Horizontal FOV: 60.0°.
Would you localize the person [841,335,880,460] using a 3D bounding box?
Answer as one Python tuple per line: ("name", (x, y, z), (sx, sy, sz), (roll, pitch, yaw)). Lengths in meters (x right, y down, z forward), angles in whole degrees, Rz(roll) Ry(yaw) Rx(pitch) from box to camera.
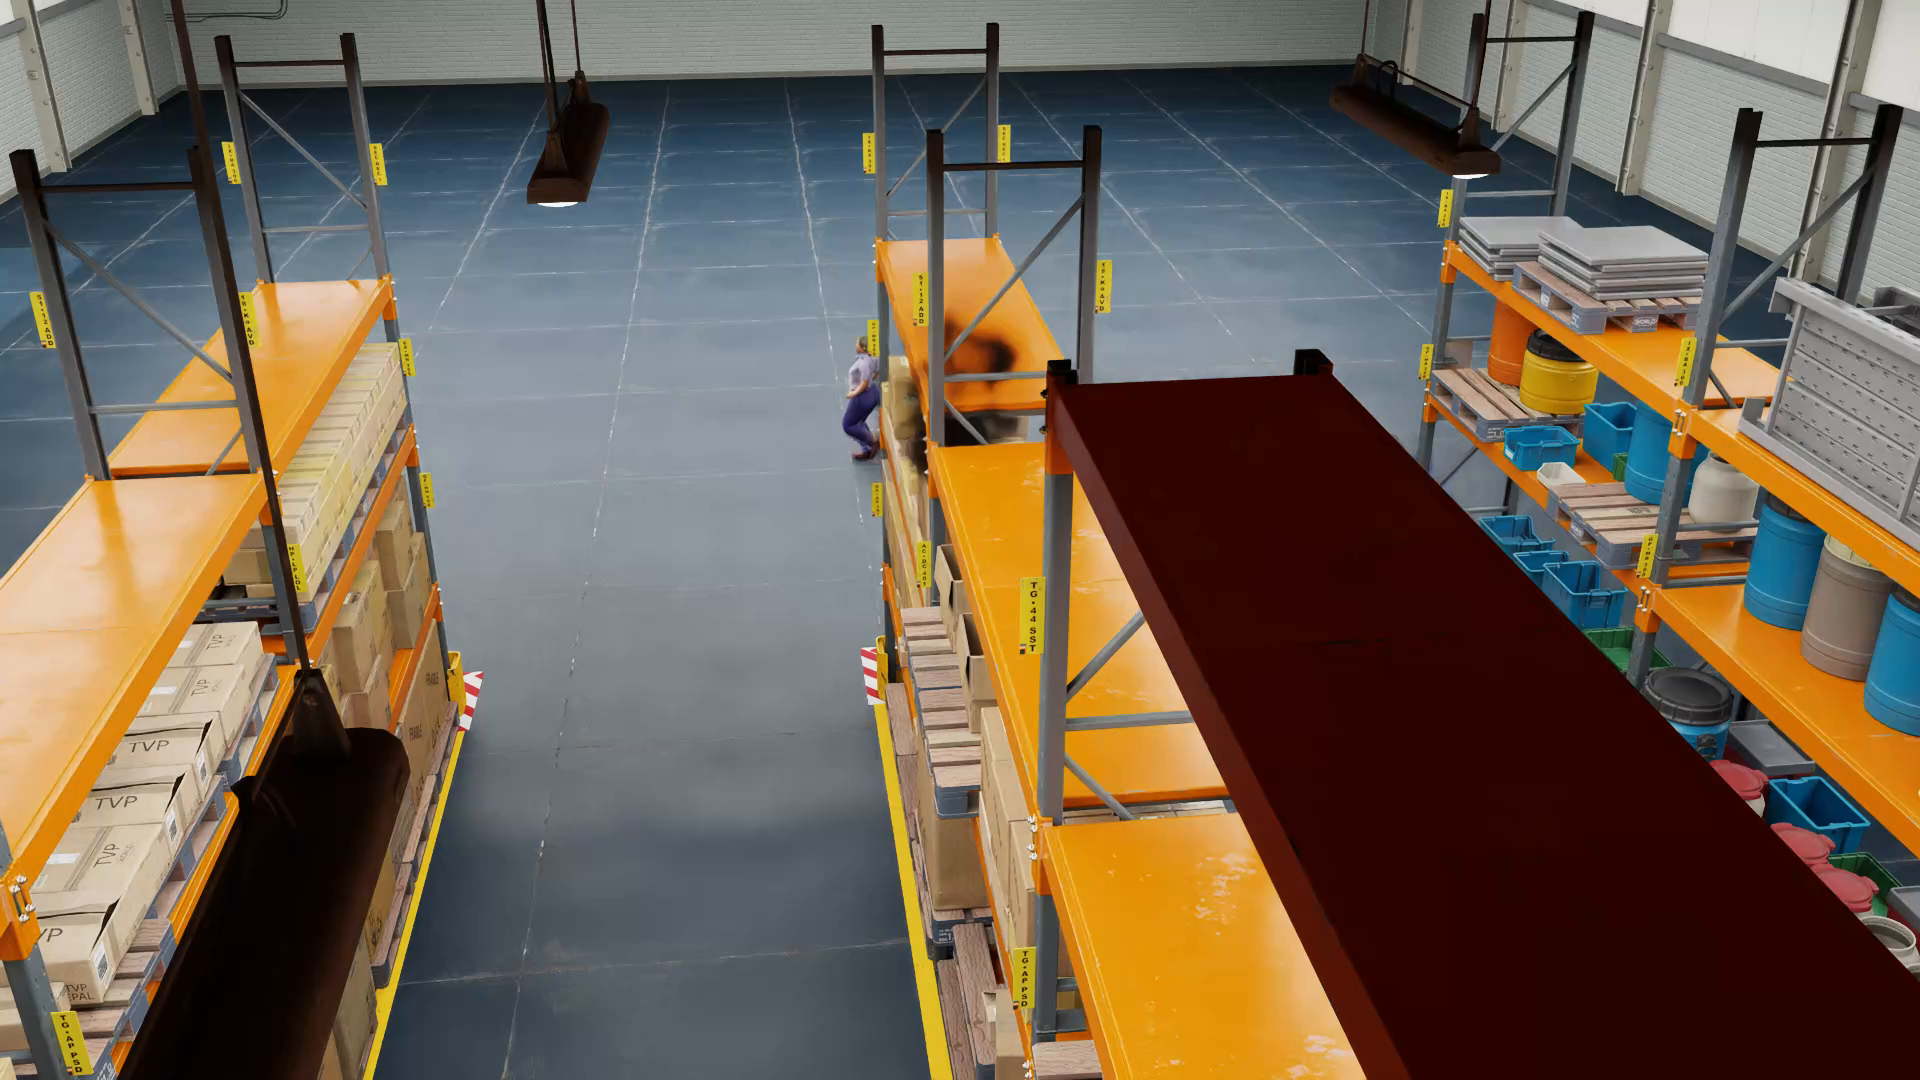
("person", (-1.174, -1.730, 20.281), (0.571, 1.596, 0.603), (9, 27, 18))
